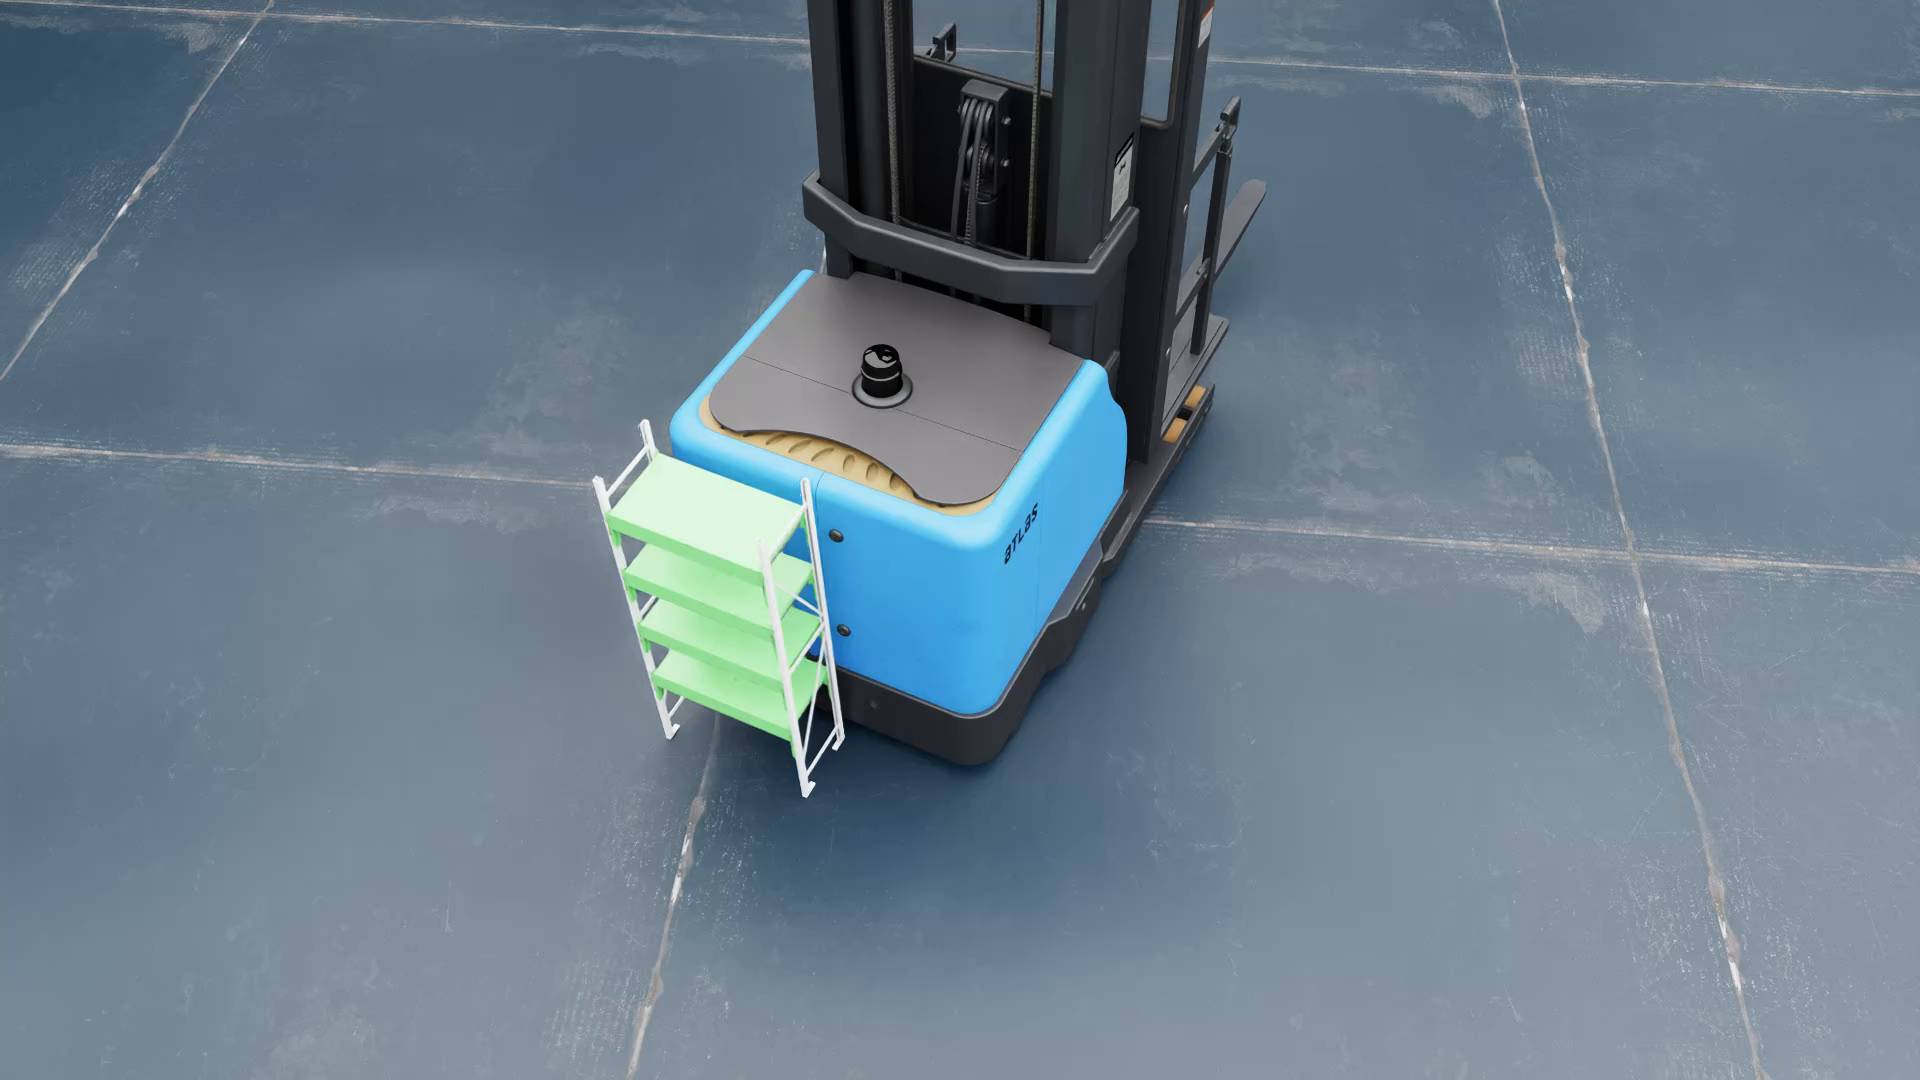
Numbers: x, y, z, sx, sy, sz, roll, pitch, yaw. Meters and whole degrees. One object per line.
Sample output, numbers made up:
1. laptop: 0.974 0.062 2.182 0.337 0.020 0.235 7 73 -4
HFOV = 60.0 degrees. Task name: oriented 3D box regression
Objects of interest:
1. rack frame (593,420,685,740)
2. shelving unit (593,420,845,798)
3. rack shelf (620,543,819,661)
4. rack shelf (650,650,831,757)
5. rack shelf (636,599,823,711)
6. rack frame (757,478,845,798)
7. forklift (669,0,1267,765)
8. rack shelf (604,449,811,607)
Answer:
1. rack frame: -0.869 0.151 4.790 0.015 1.200 0.240 20 53 17
2. shelving unit: -0.650 0.231 4.717 0.503 1.200 0.258 20 53 17
3. rack shelf: -0.654 0.118 4.582 0.480 0.148 0.258 20 53 17
4. rack shelf: -0.643 0.426 4.950 0.480 0.148 0.258 20 53 17
5. rack shelf: -0.649 0.272 4.766 0.480 0.148 0.258 20 53 17
6. rack frame: -0.431 0.311 4.644 0.015 1.200 0.240 20 53 17
7. forklift: 0.279 -1.405 5.048 1.130 2.935 3.031 20 51 17
8. rack shelf: -0.659 -0.036 4.398 0.480 0.148 0.258 20 53 17
